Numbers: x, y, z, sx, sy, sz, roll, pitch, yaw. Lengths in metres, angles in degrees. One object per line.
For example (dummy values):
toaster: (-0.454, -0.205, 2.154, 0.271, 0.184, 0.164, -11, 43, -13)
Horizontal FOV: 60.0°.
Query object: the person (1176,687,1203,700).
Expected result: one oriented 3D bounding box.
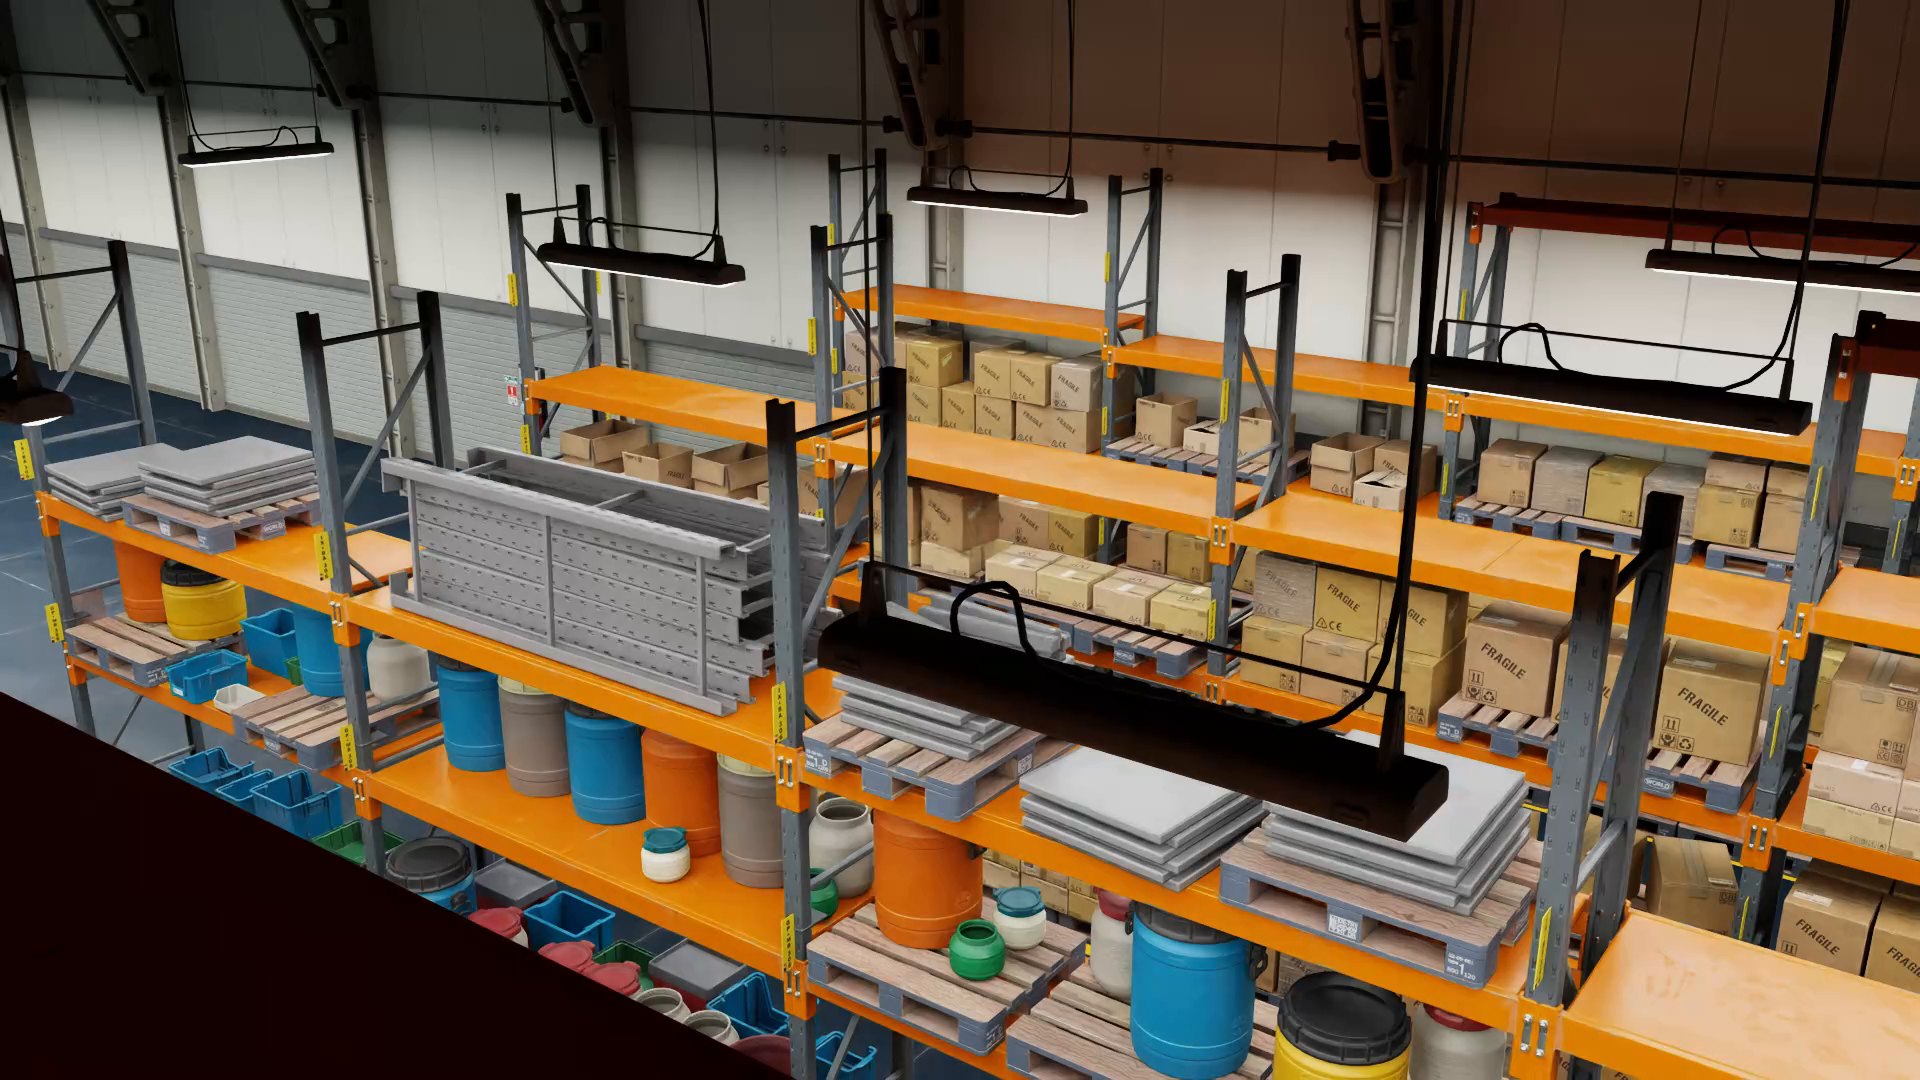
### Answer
person: (2.576, 1.660, 17.636, 0.664, 1.602, 0.608, 14, 23, 36)
